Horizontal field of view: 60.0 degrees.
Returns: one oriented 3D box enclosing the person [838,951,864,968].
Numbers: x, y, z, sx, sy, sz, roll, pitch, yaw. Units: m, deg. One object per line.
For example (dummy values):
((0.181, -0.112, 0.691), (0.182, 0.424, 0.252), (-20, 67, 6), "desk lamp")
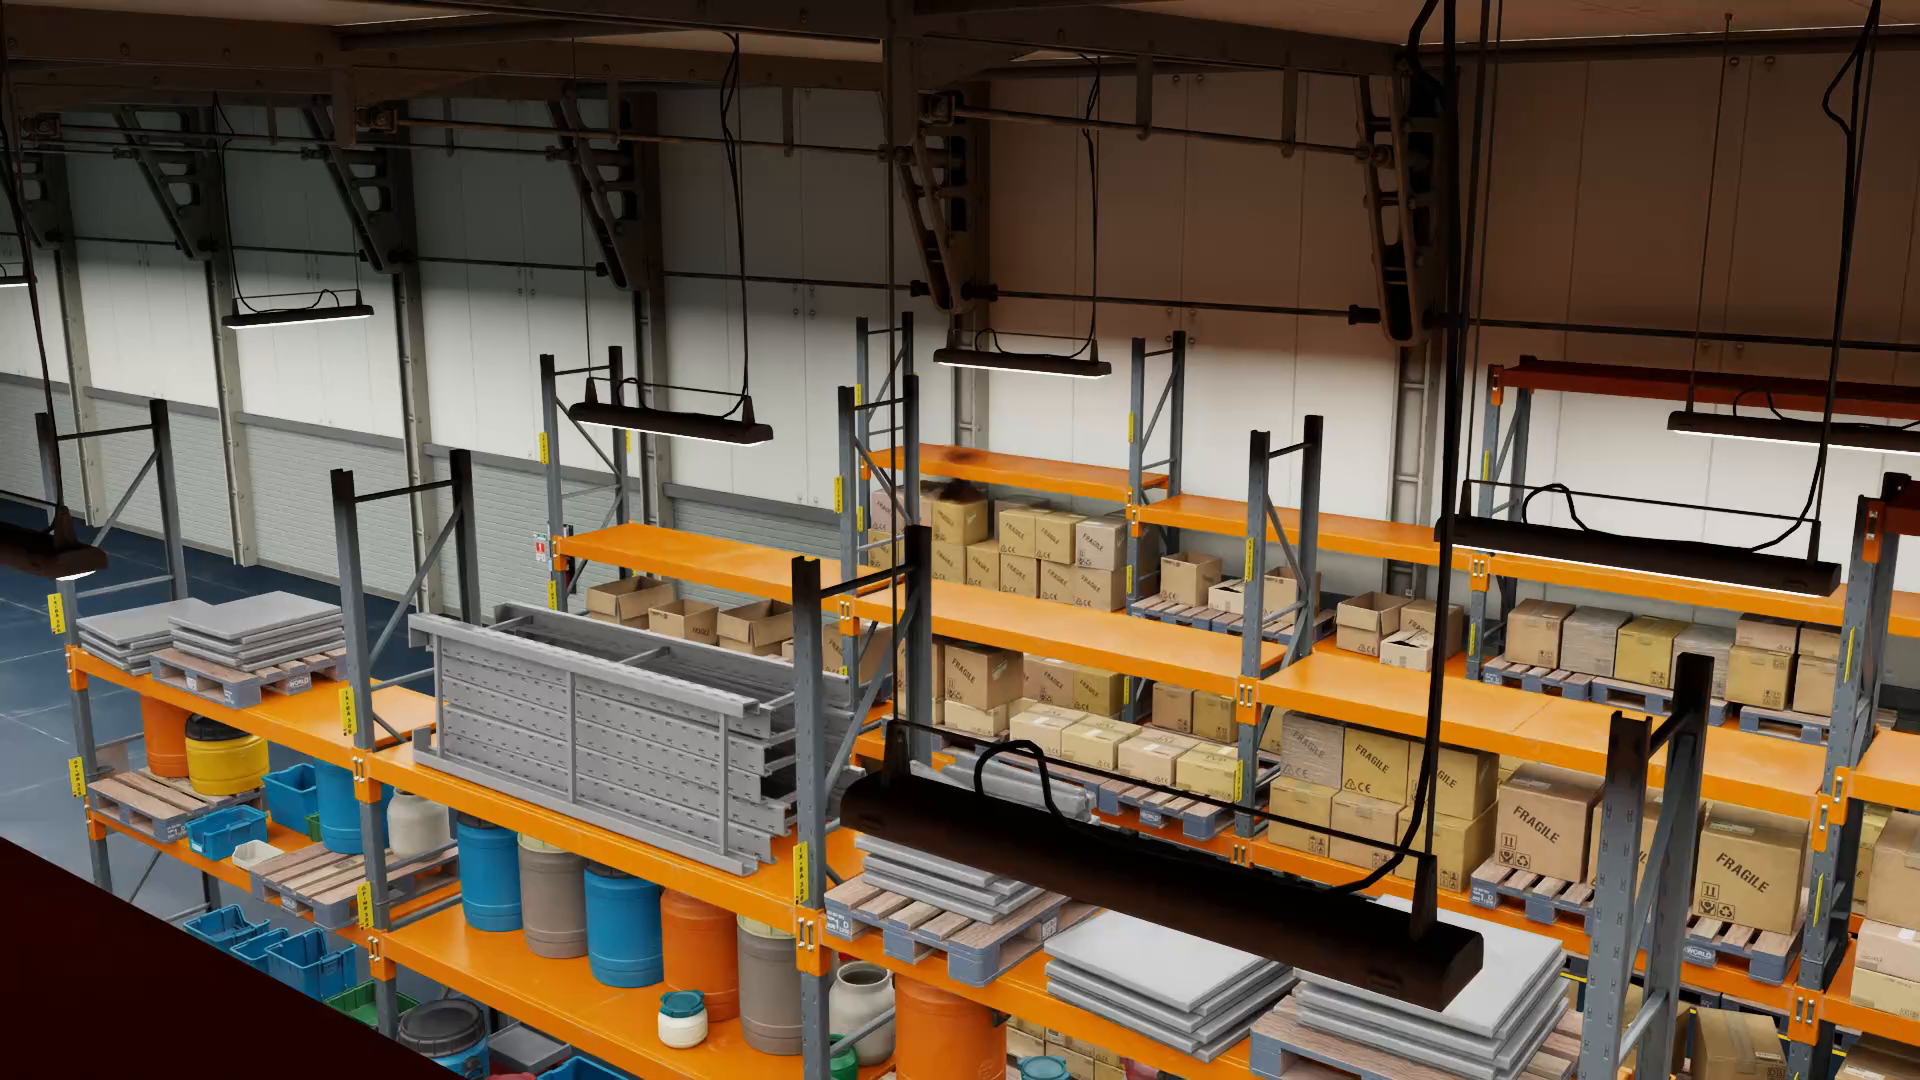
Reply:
((-1.006, 4.034, 13.848), (0.942, 1.741, 0.648), (7, 15, 27), "person")
